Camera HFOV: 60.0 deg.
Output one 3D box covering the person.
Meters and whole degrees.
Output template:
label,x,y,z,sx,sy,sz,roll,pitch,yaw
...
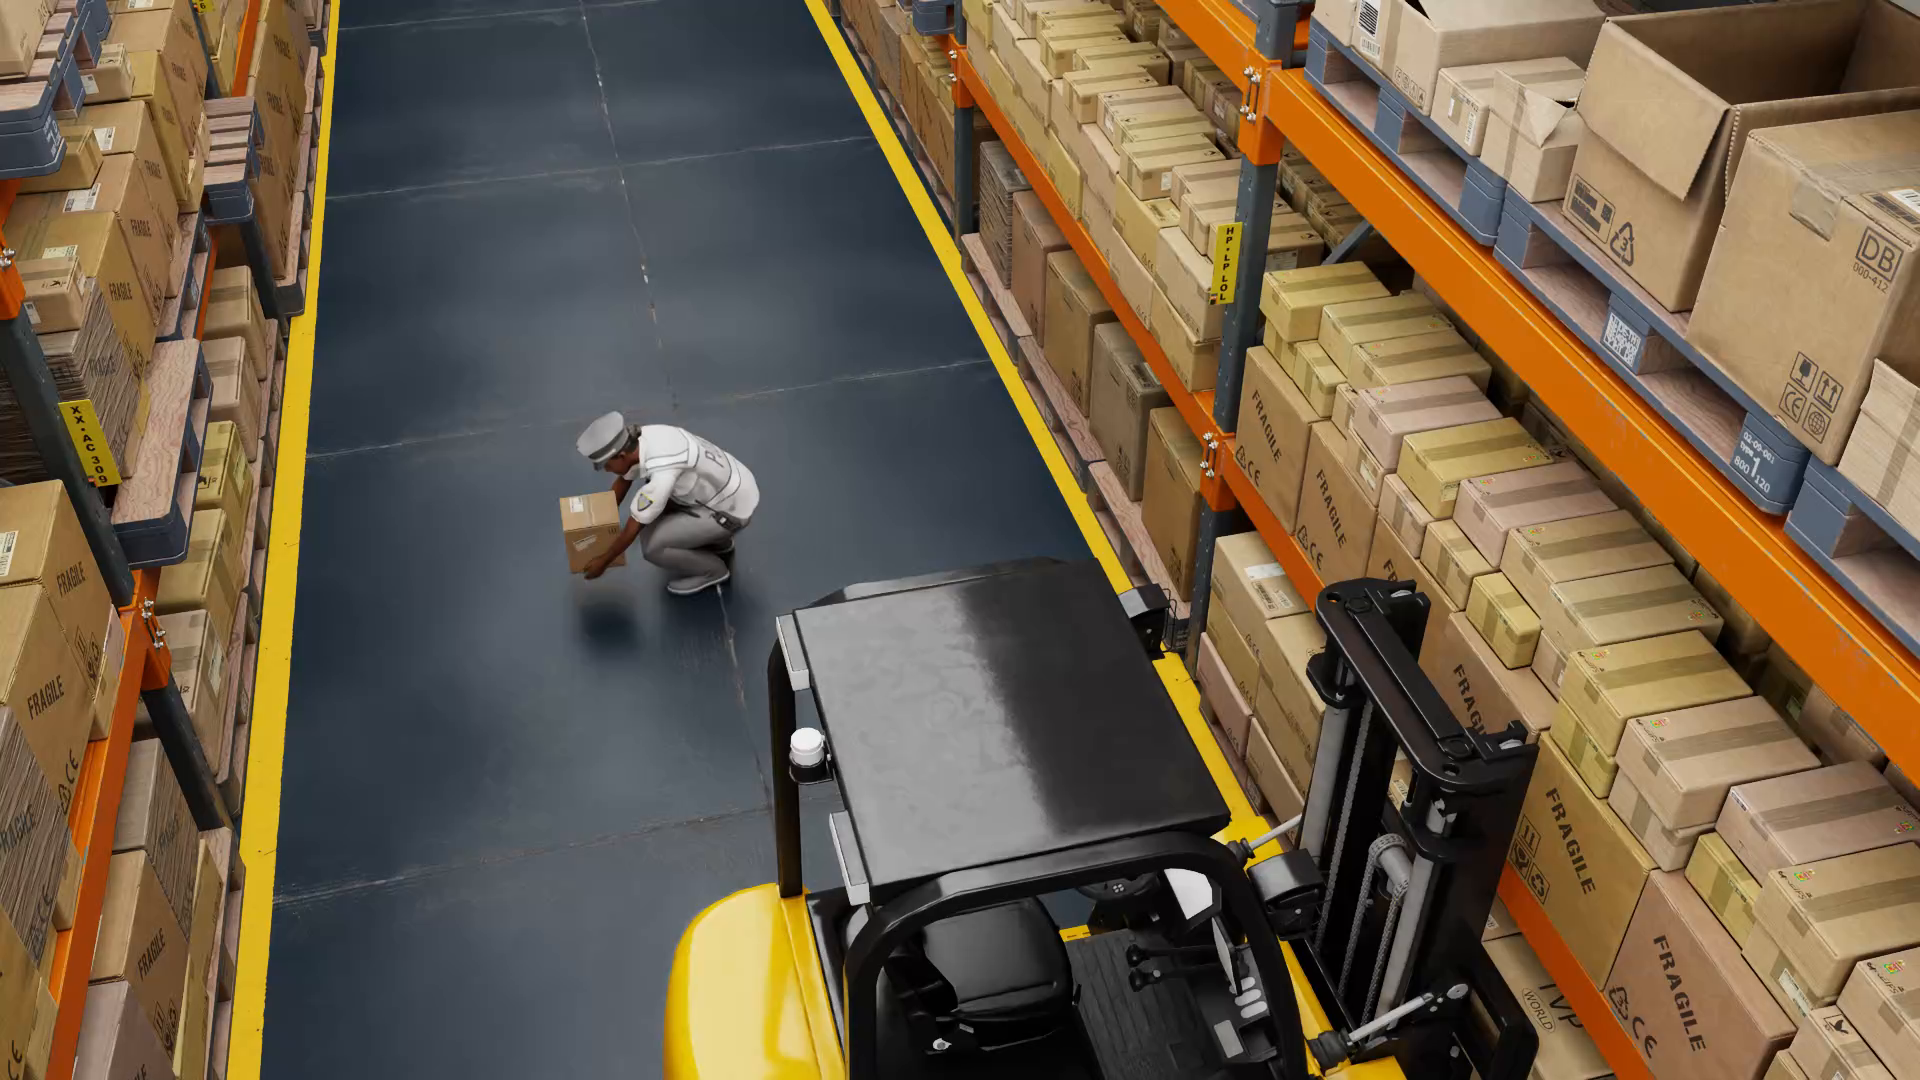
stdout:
label,x,y,z,sx,sy,sz,roll,pitch,yaw
person,-1.341,-0.207,7.559,0.843,0.954,0.493,-10,39,-12
